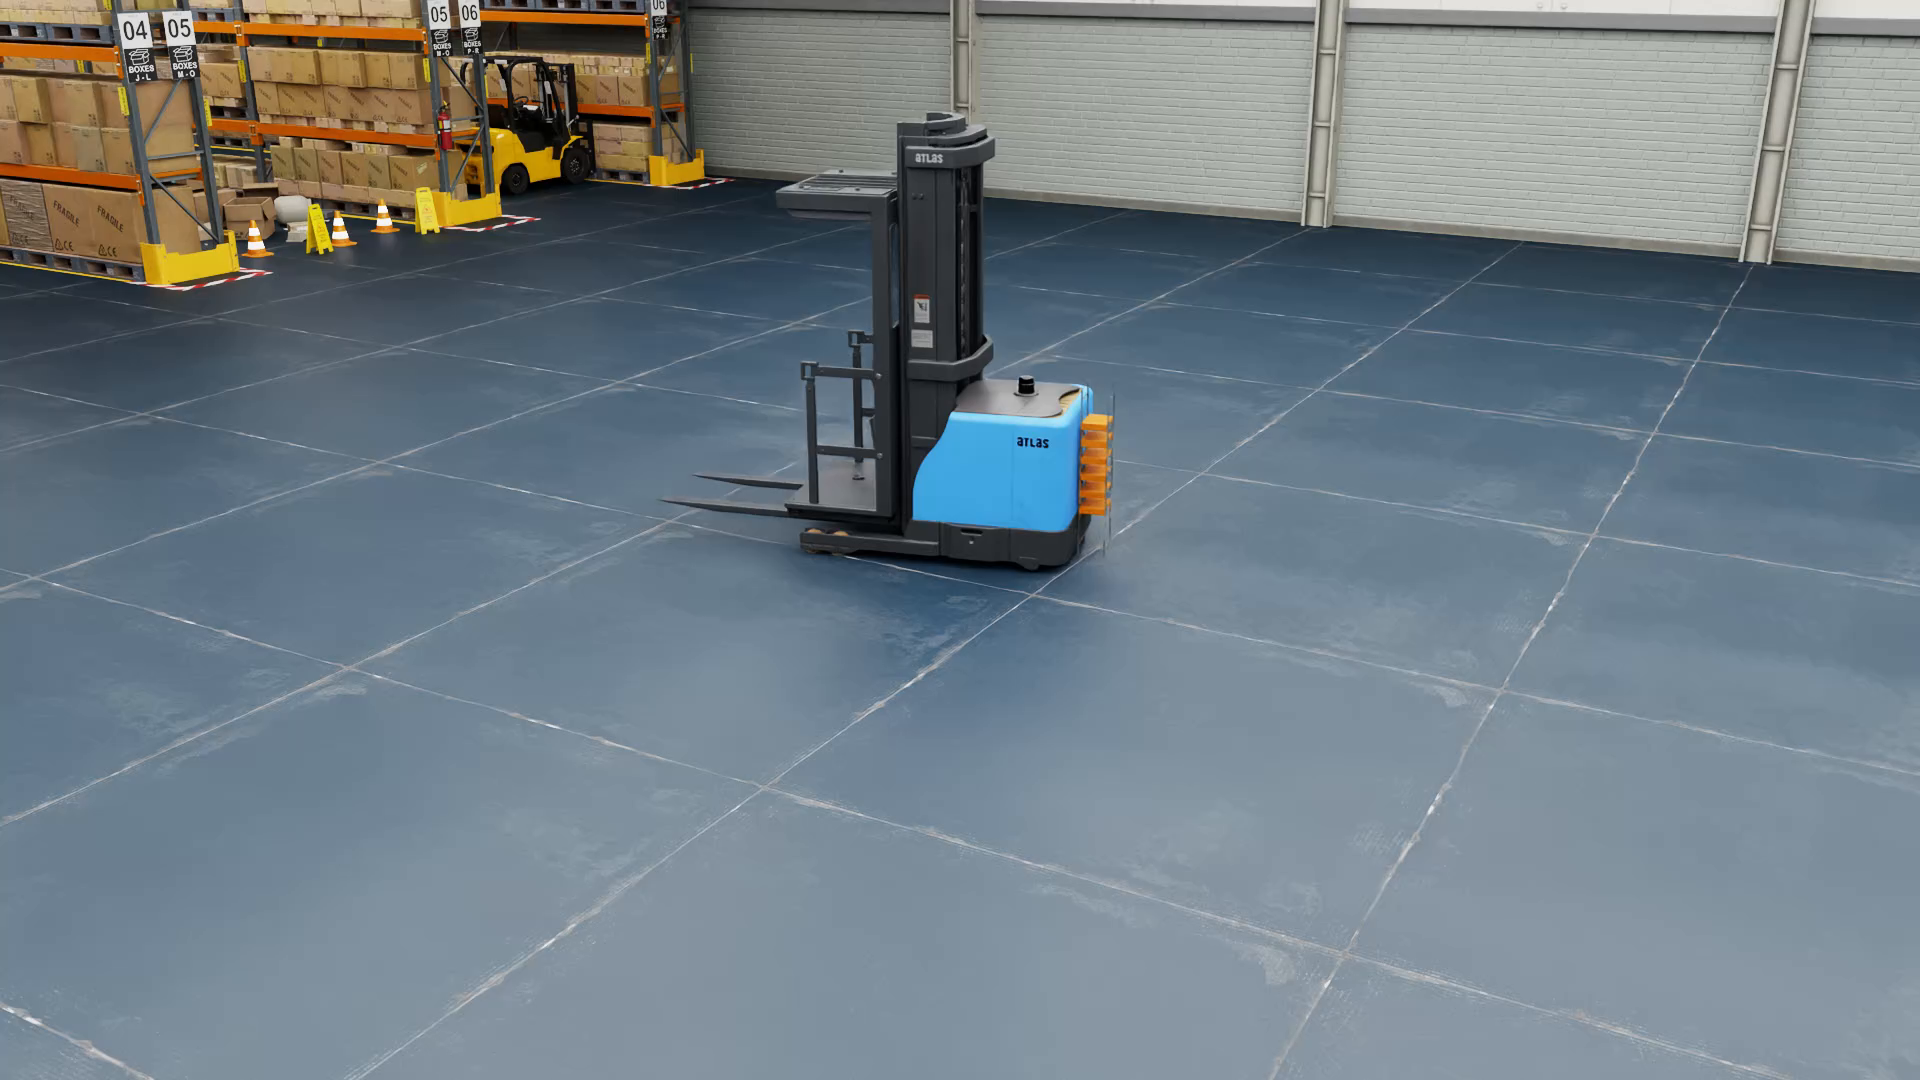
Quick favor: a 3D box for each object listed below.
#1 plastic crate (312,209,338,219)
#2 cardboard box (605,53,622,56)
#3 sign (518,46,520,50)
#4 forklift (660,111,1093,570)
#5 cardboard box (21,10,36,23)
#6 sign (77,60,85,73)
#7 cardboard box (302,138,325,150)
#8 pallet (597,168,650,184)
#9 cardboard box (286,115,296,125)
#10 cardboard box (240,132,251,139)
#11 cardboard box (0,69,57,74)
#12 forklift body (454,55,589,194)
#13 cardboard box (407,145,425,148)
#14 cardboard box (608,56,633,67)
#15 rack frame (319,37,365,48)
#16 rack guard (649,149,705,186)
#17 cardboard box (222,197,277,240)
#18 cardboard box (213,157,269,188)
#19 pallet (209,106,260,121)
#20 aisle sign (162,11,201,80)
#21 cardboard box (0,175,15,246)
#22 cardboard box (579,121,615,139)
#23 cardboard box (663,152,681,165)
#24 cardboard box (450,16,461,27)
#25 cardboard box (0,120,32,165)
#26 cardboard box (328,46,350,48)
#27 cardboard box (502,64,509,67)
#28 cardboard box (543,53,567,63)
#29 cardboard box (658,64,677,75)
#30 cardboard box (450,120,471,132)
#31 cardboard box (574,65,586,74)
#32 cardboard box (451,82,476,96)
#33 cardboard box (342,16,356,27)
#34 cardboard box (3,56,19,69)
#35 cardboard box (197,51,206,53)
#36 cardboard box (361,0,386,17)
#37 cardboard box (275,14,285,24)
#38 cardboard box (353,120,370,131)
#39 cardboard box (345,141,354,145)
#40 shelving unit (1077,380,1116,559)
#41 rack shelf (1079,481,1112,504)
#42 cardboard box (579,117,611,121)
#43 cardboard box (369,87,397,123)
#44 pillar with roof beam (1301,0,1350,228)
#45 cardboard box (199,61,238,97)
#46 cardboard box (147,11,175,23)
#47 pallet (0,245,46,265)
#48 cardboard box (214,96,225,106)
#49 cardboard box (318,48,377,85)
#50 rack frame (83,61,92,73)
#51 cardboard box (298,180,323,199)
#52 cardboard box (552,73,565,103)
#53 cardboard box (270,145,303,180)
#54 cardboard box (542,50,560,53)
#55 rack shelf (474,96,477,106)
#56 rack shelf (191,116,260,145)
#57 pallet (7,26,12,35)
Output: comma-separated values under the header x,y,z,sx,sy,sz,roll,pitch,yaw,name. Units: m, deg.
x,y,z,sx,sy,sz,roll,pitch,yaw,name
-9.922,-5.031,25.617,0.583,0.080,0.402,3,20,9,plastic crate
-6.073,-8.508,29.387,0.250,0.149,0.380,12,23,29,cardboard box
-8.206,-8.996,30.882,0.005,0.325,0.100,11,23,27,sign
-0.625,-1.435,11.523,3.031,2.935,1.130,5,21,14,forklift
-11.291,-6.455,20.469,0.250,0.149,0.380,11,23,28,cardboard box
-14.653,-7.952,27.691,0.005,0.325,0.100,11,23,27,sign
-9.980,-6.169,25.838,0.250,0.149,0.380,12,23,29,cardboard box
-5.671,-6.526,29.545,1.213,0.211,1.003,11,23,27,pallet
-10.282,-6.581,25.977,0.250,0.149,0.380,11,23,27,cardboard box
-14.244,-8.422,33.734,0.500,0.500,0.500,10,22,26,cardboard box
-12.376,-5.868,21.839,0.550,0.550,0.875,11,23,27,cardboard box
-7.528,-7.095,28.270,1.214,2.155,2.313,11,23,27,forklift body
-10.267,-7.807,31.855,0.625,0.625,0.875,10,22,25,cardboard box
-5.871,-8.277,28.751,0.250,0.149,0.380,11,23,28,cardboard box
-11.967,-9.052,32.421,0.127,3.000,1.000,11,23,27,rack frame
-4.962,-6.543,29.168,0.348,0.500,1.175,11,23,27,rack guard
-10.169,-4.608,23.831,0.637,0.503,0.797,-4,20,-10,cardboard box
-11.981,-6.076,27.453,0.625,0.372,0.950,12,23,31,cardboard box
-11.489,-6.989,27.014,1.213,0.211,1.003,11,23,27,pallet
-9.518,-6.052,20.339,0.004,0.787,0.394,11,23,27,aisle sign
-12.704,-4.491,22.348,0.875,0.875,0.875,11,23,28,cardboard box
-6.431,-7.244,29.387,0.500,0.250,0.500,11,23,28,cardboard box
-5.317,-6.766,29.536,0.500,0.250,0.500,11,23,28,cardboard box
-7.532,-7.687,24.628,0.250,0.149,0.380,11,23,27,cardboard box
-11.985,-5.221,21.640,0.550,0.550,0.875,11,23,27,cardboard box
-12.341,-9.429,32.696,0.500,0.500,0.500,12,23,30,cardboard box
-8.098,-8.565,29.980,0.250,0.149,0.380,11,23,29,cardboard box
-7.178,-8.547,29.493,0.250,0.149,0.380,11,23,27,cardboard box
-5.153,-8.207,28.994,0.250,0.149,0.380,10,22,26,cardboard box
-7.596,-6.243,25.046,0.250,0.149,0.380,11,23,28,cardboard box
-6.554,-8.254,29.122,0.250,0.149,0.380,11,23,28,cardboard box
-9.043,-8.322,30.629,0.500,0.250,0.500,11,23,29,cardboard box
-8.953,-7.733,24.753,0.250,0.149,0.380,10,22,26,cardboard box
-16.284,-8.353,28.880,0.500,0.500,0.500,10,22,26,cardboard box
-12.265,-7.757,26.699,0.250,0.149,0.380,10,22,25,cardboard box
-8.411,-7.816,24.397,0.500,0.250,0.500,10,22,27,cardboard box
-10.269,-8.007,25.510,0.250,0.149,0.380,11,23,27,cardboard box
-8.982,-6.316,25.245,0.250,0.149,0.380,11,22,27,cardboard box
-9.800,-6.063,26.498,0.500,0.500,0.500,11,23,28,cardboard box
0.937,-0.482,11.435,0.189,1.200,0.258,5,21,14,shelving unit
0.937,-0.328,11.491,0.180,0.103,0.258,5,21,14,rack shelf
-6.624,-7.488,30.060,0.500,0.250,0.500,10,22,26,cardboard box
-8.444,-6.523,24.866,0.500,0.500,0.500,11,23,27,cardboard box
3.225,-7.649,19.754,0.400,9.000,9.100,11,23,27,pillar with roof beam
-11.841,-7.383,26.622,0.500,0.500,0.500,11,23,28,cardboard box
-9.869,-6.442,20.432,0.250,0.149,0.380,11,23,28,cardboard box
-12.593,-3.957,22.465,1.213,0.211,1.003,11,23,27,pallet
-11.698,-7.040,26.627,0.250,0.149,0.380,10,22,26,cardboard box
-9.255,-7.185,25.225,0.500,0.500,0.700,11,22,27,cardboard box
-14.385,-7.574,28.345,0.127,3.000,1.000,11,23,27,rack frame
-10.038,-5.549,26.181,0.500,0.250,0.500,12,23,30,cardboard box
-6.881,-8.027,29.448,0.500,0.500,0.500,11,23,28,cardboard box
-10.509,-5.987,26.289,0.500,0.500,0.500,12,23,30,cardboard box
-7.364,-8.798,30.187,0.250,0.149,0.380,10,22,26,cardboard box
-10.221,-8.381,31.626,4.000,0.370,1.077,11,23,27,rack shelf
-12.639,-6.903,27.551,4.000,0.370,1.077,11,23,27,rack shelf
-12.509,-6.647,21.523,1.213,0.211,1.003,11,23,27,pallet
